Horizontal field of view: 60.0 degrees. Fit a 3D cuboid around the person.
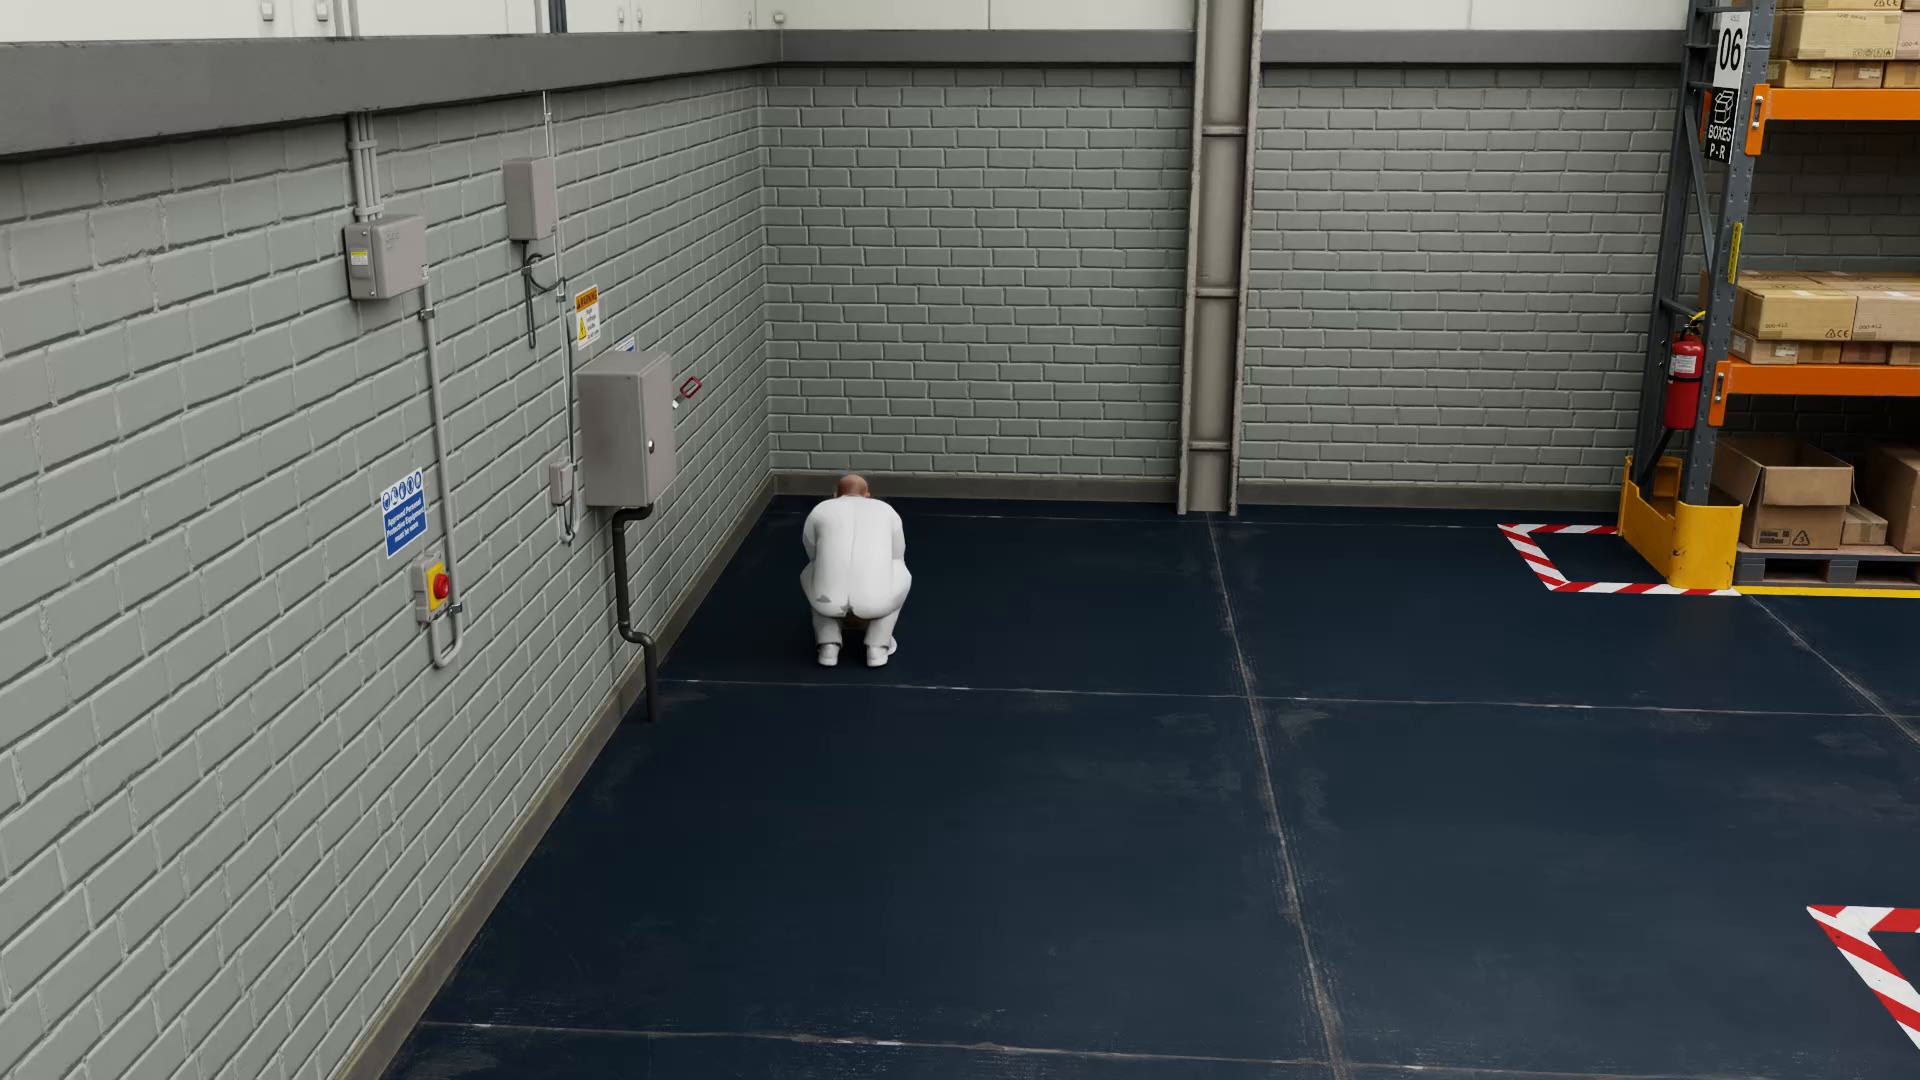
[{"bbox_3d":[-0.534,-0.111,8.626,0.554,1.370,0.891,1,17,3],"label":"person"}]
